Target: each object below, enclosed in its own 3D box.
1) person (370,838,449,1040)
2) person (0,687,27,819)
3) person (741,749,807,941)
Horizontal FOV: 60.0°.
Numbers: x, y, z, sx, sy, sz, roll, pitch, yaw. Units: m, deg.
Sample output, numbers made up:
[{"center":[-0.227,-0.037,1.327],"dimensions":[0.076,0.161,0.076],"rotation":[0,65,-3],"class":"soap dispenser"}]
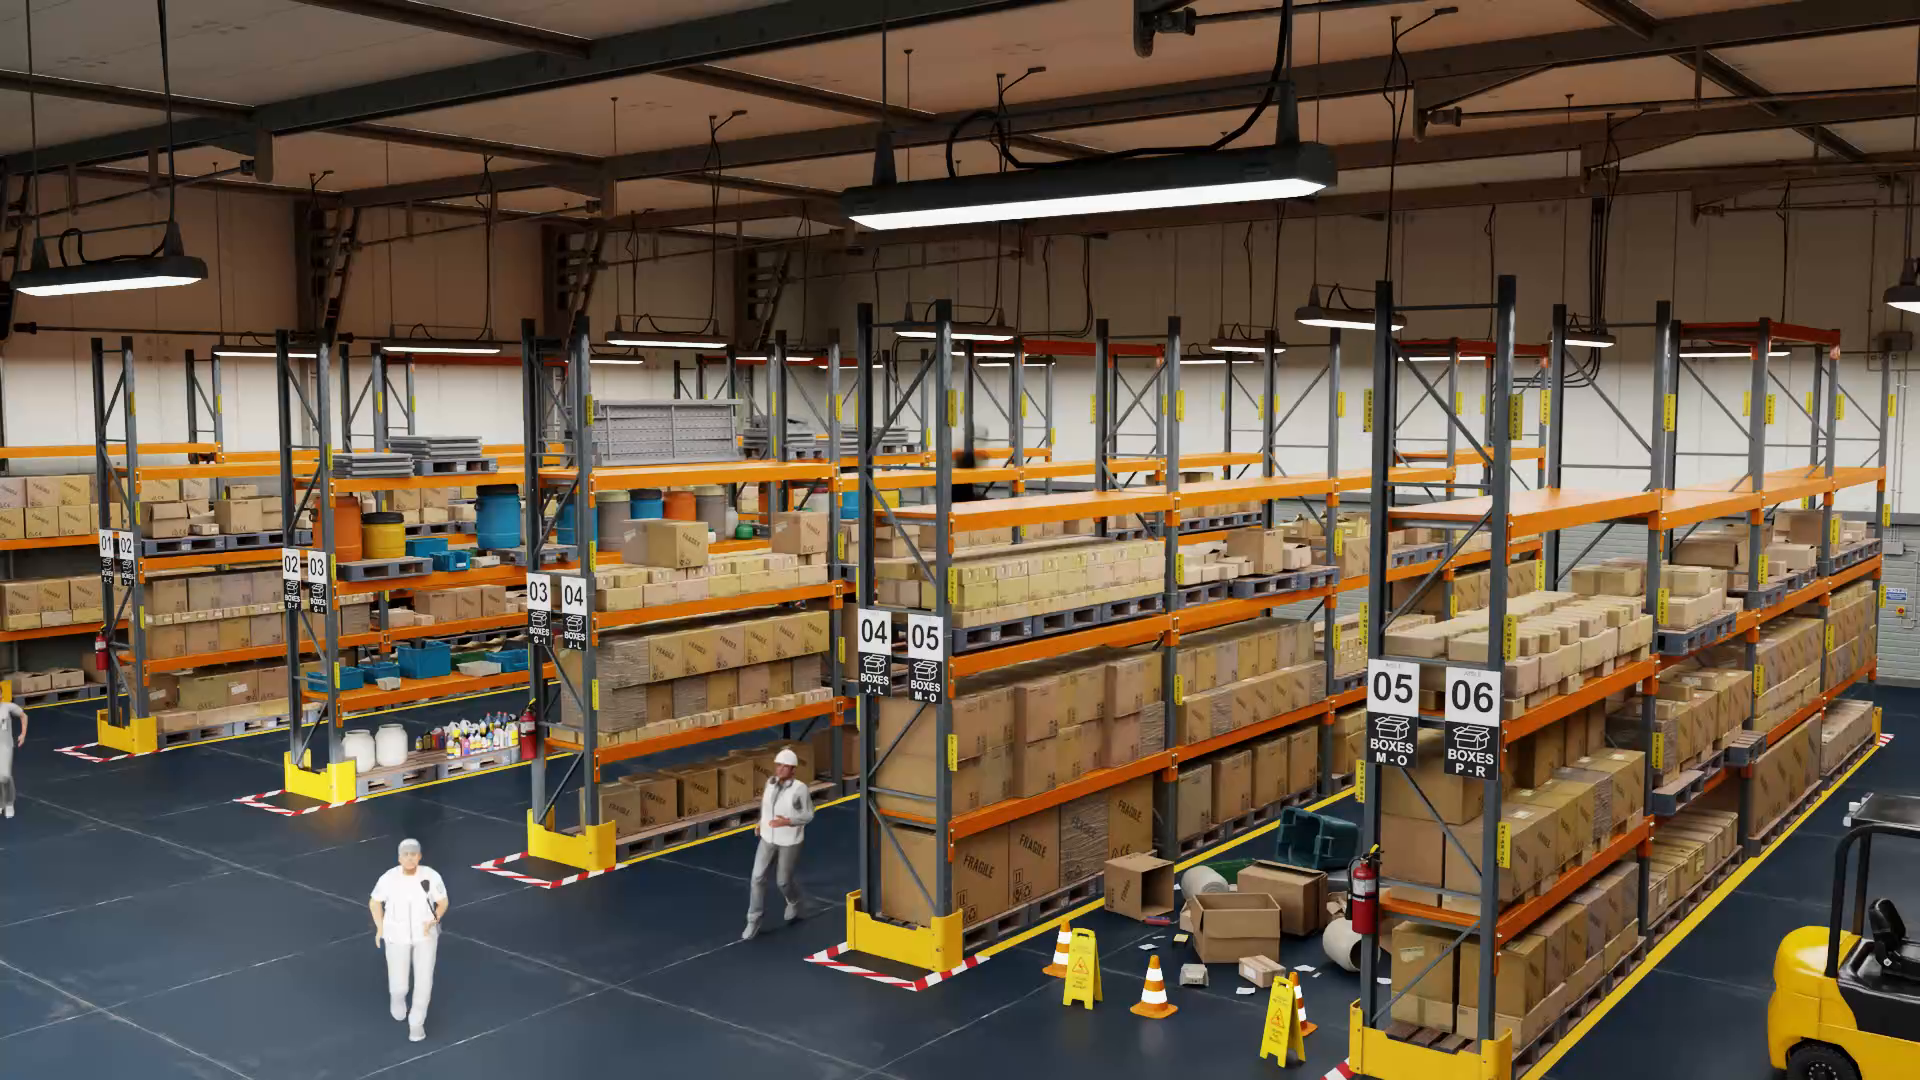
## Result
[{"center":[-4.410,3.202,13.354],"dimensions":[0.607,1.624,0.547],"rotation":[-2,5,-20],"class":"person"},{"center":[-11.730,2.581,20.307],"dimensions":[0.582,1.688,0.681],"rotation":[-2,5,-23],"class":"person"},{"center":[-1.751,2.898,16.043],"dimensions":[0.540,1.783,0.874],"rotation":[2,5,23],"class":"person"}]
